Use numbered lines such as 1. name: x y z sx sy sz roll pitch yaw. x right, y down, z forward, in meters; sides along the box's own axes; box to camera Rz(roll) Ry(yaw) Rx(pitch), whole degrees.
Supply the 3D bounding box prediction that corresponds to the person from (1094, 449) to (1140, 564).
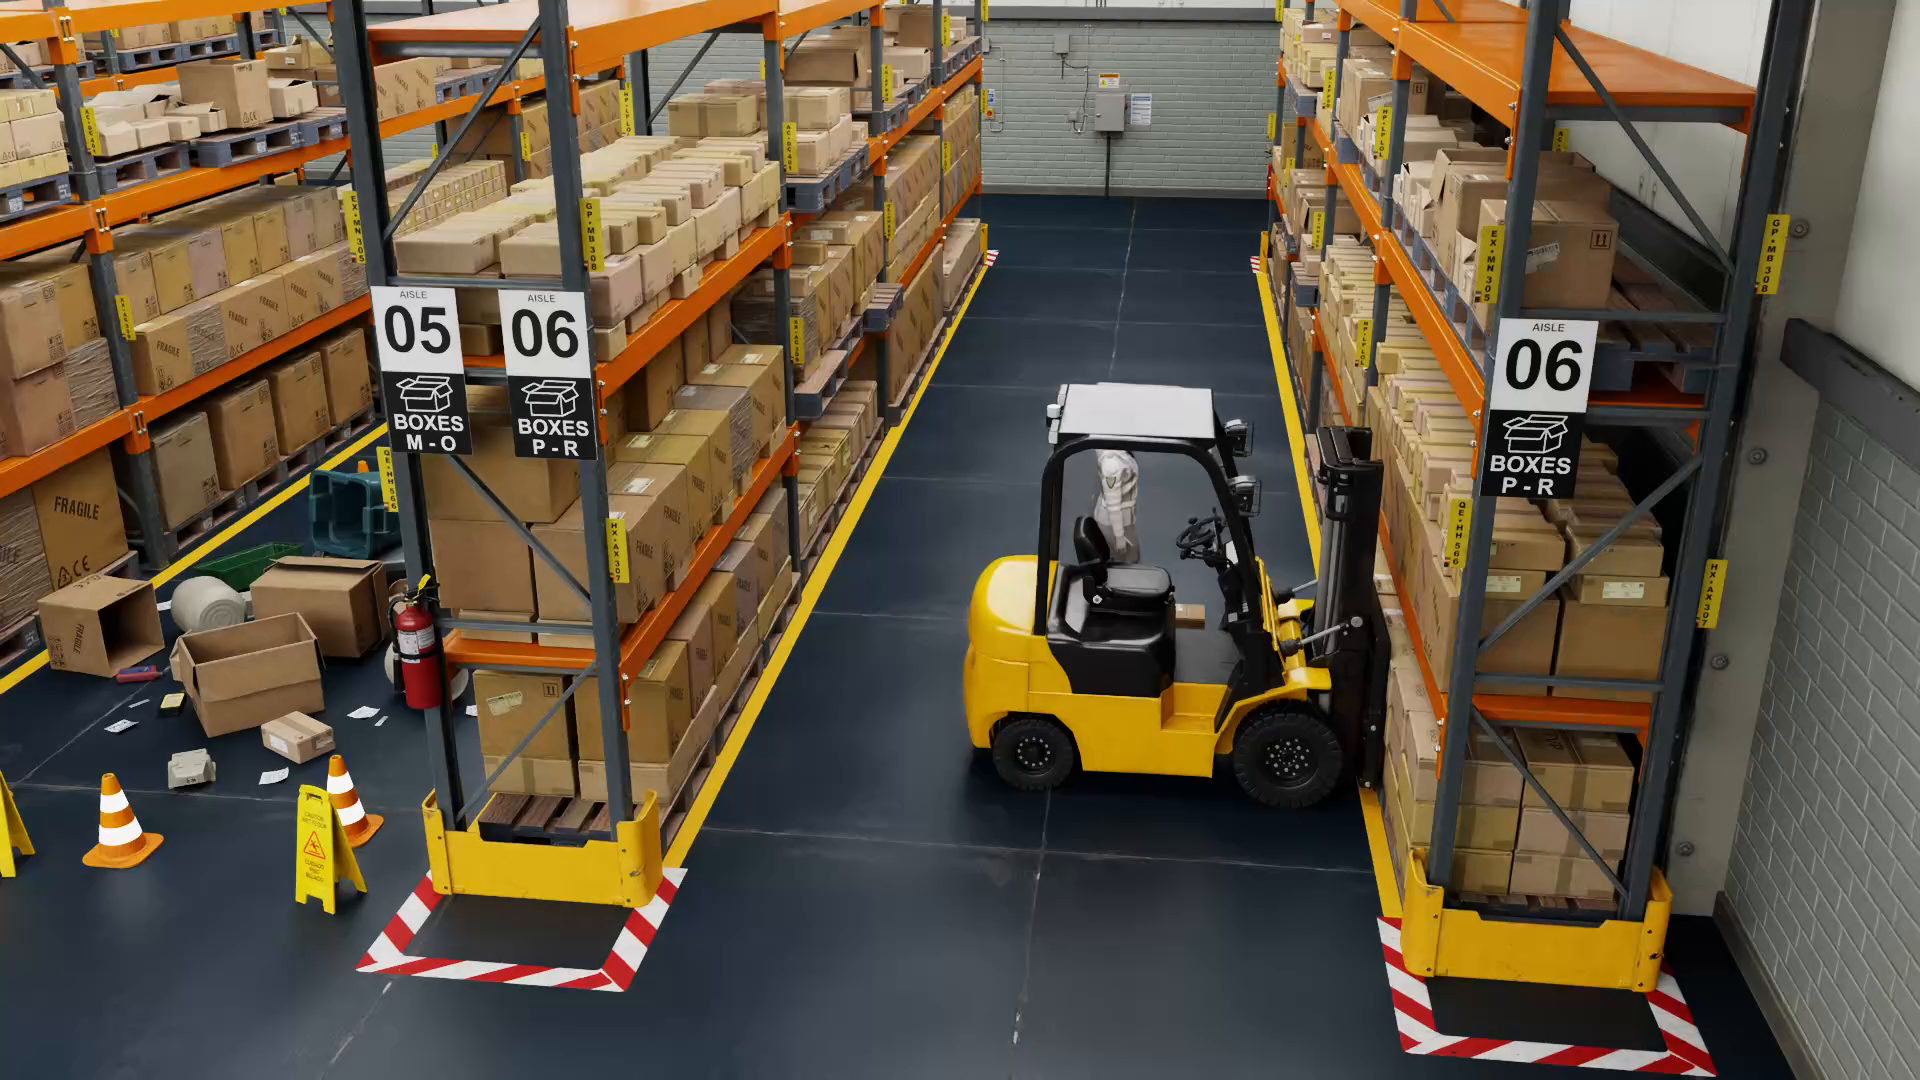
1. person: 1.069 -0.111 11.312 0.497 1.692 0.509 1 21 2
